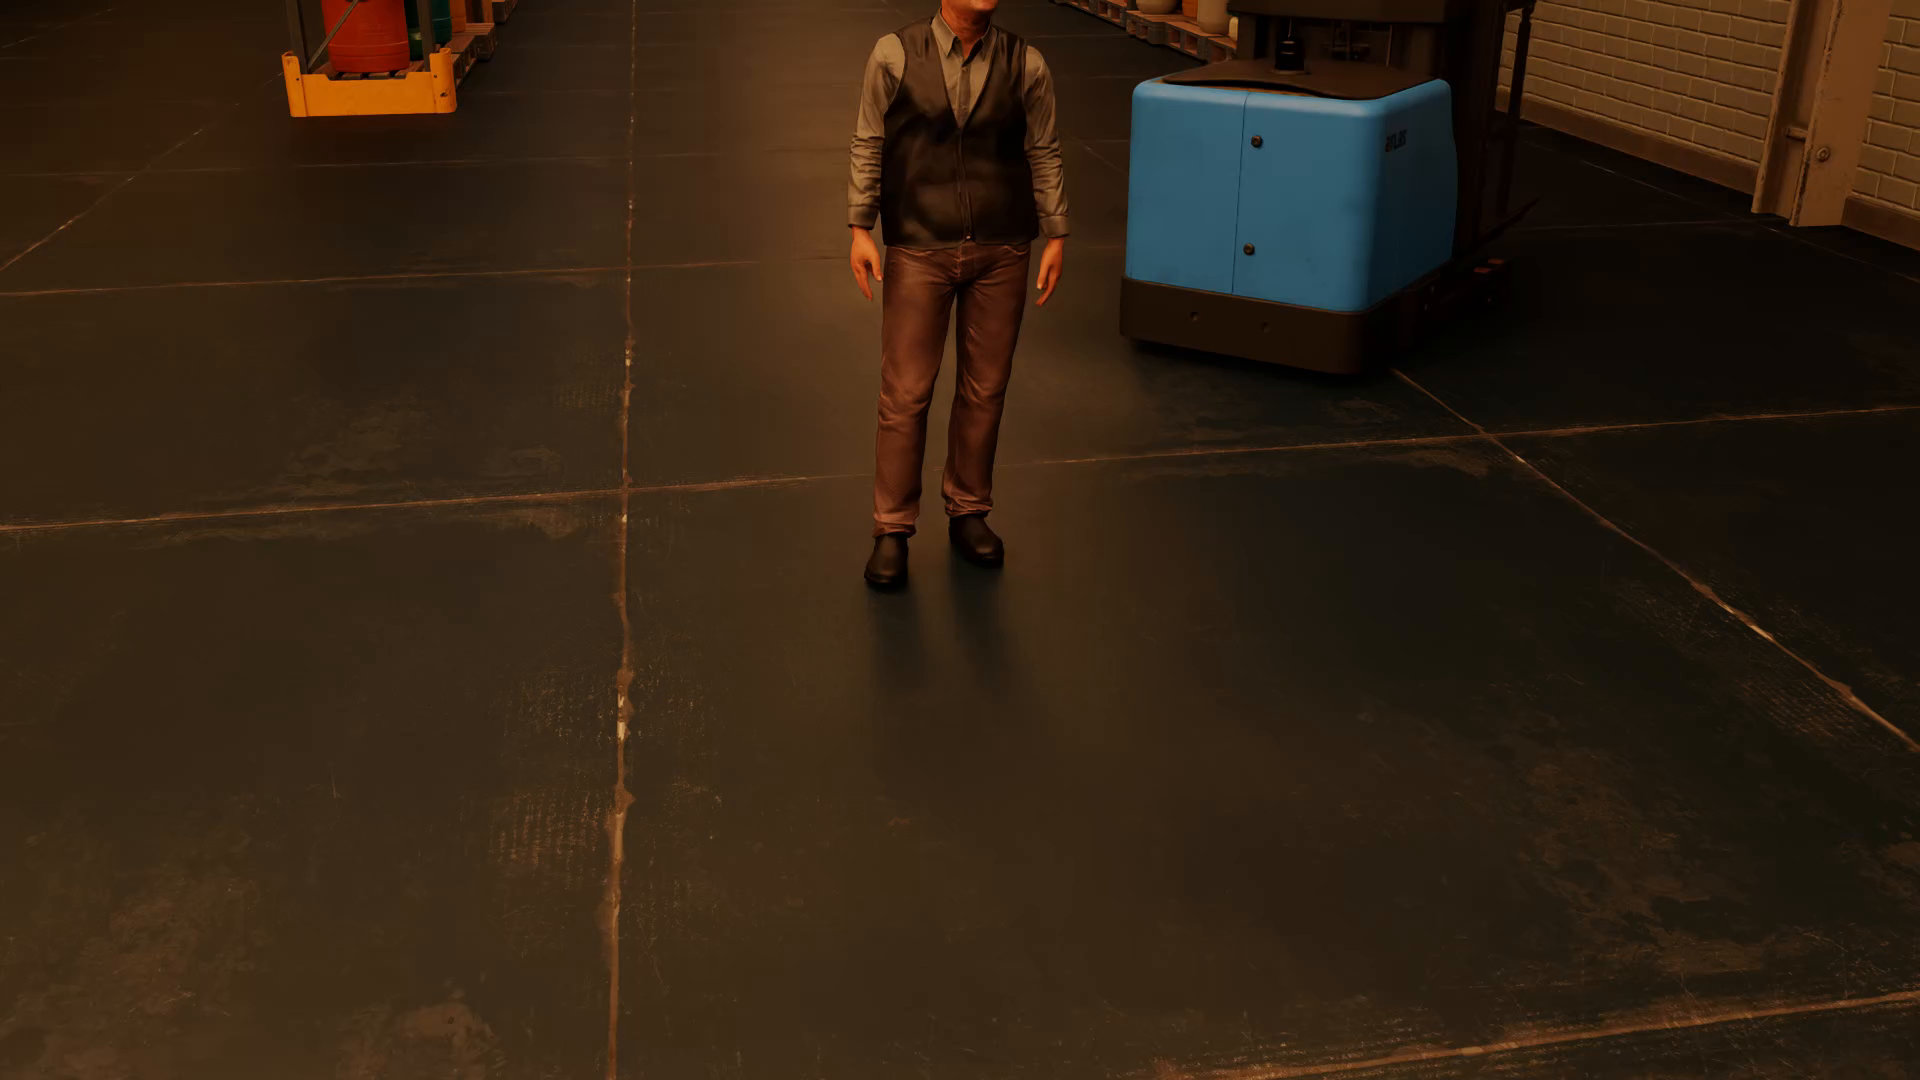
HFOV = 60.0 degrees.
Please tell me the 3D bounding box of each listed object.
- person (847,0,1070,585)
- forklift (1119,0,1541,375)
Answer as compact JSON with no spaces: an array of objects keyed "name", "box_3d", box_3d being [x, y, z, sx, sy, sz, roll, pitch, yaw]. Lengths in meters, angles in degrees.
[{"name":"person","box_3d":[0.004,-0.772,4.625,0.633,1.722,0.566,-4,24,-9]},{"name":"forklift","box_3d":[1.887,-2.502,7.130,1.130,2.935,3.031,15,27,31]}]
